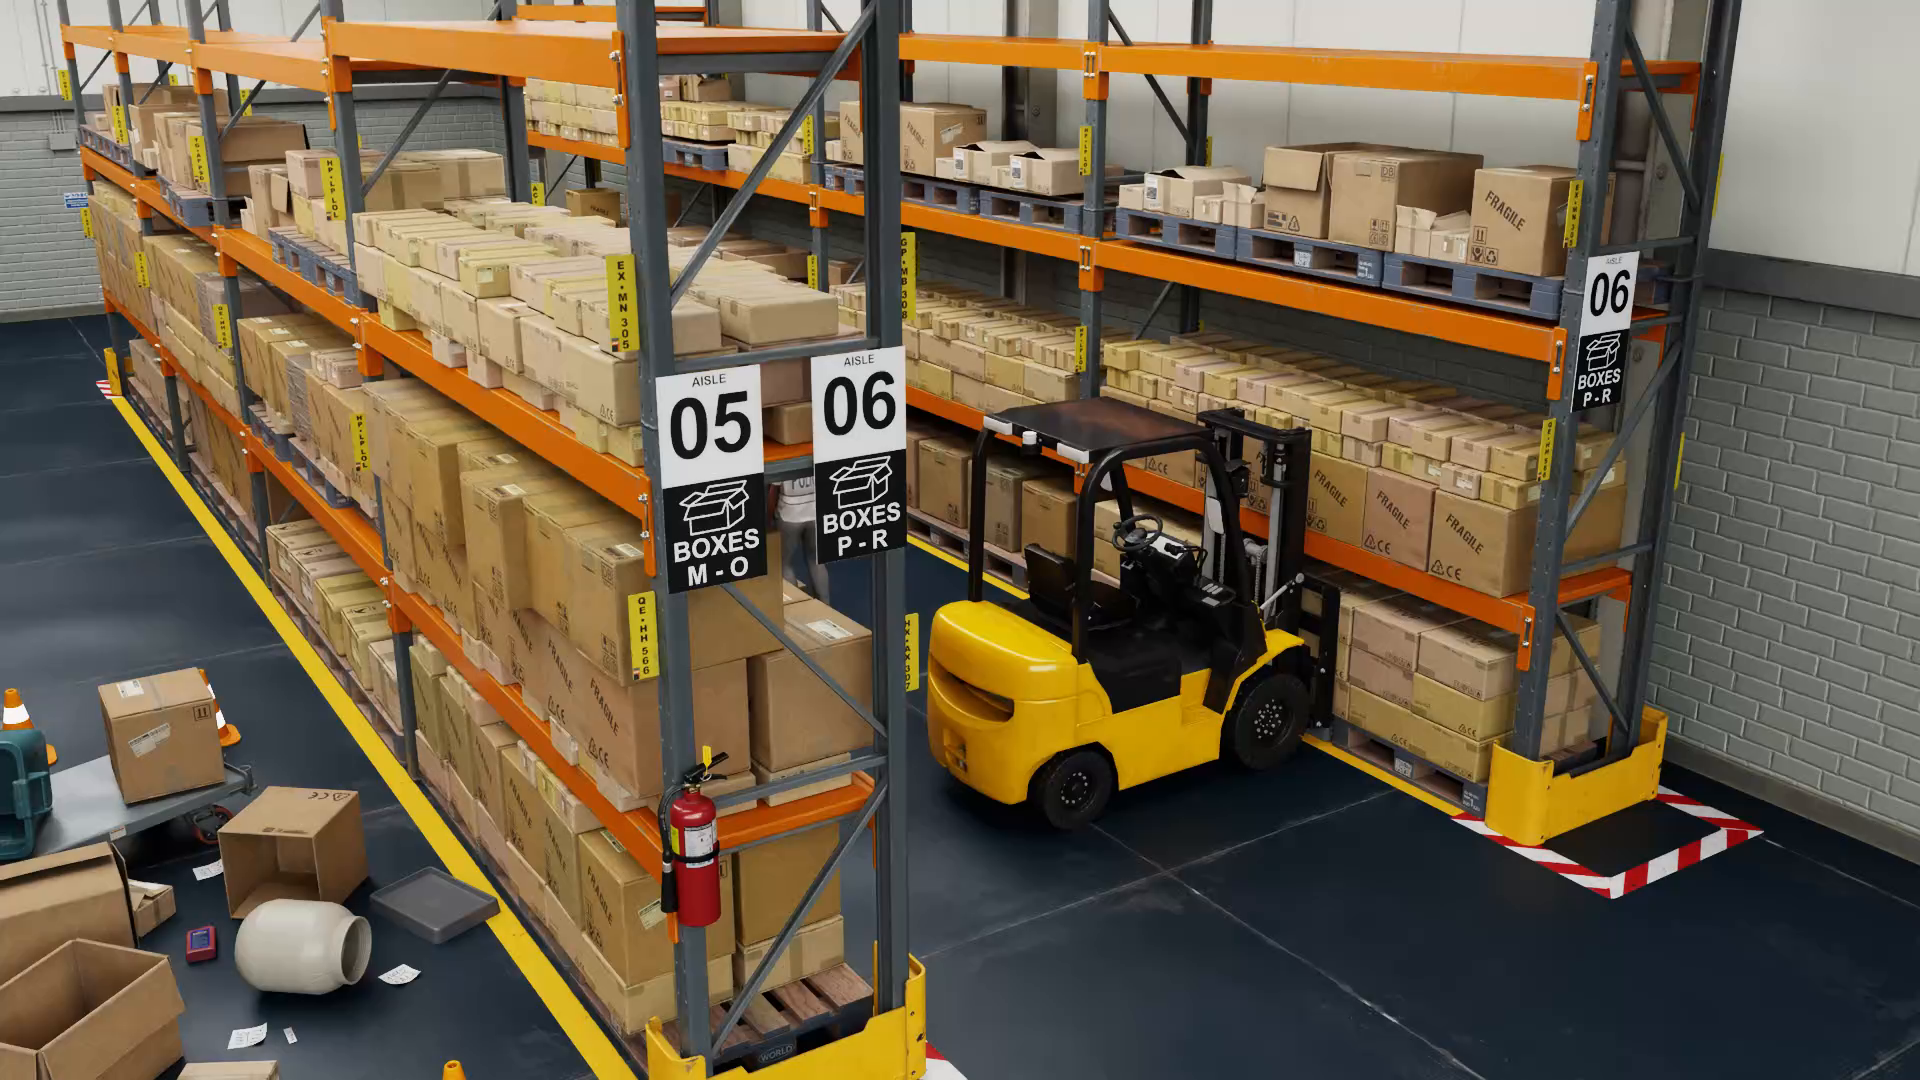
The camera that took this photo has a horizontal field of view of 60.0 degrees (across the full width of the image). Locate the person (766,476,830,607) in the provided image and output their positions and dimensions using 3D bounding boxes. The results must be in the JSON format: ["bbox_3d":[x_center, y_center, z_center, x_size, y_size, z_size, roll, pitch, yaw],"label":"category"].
[{"bbox_3d":[-1.185,-0.169,12.066,0.532,1.662,0.424,-13,22,-35],"label":"person"}]
